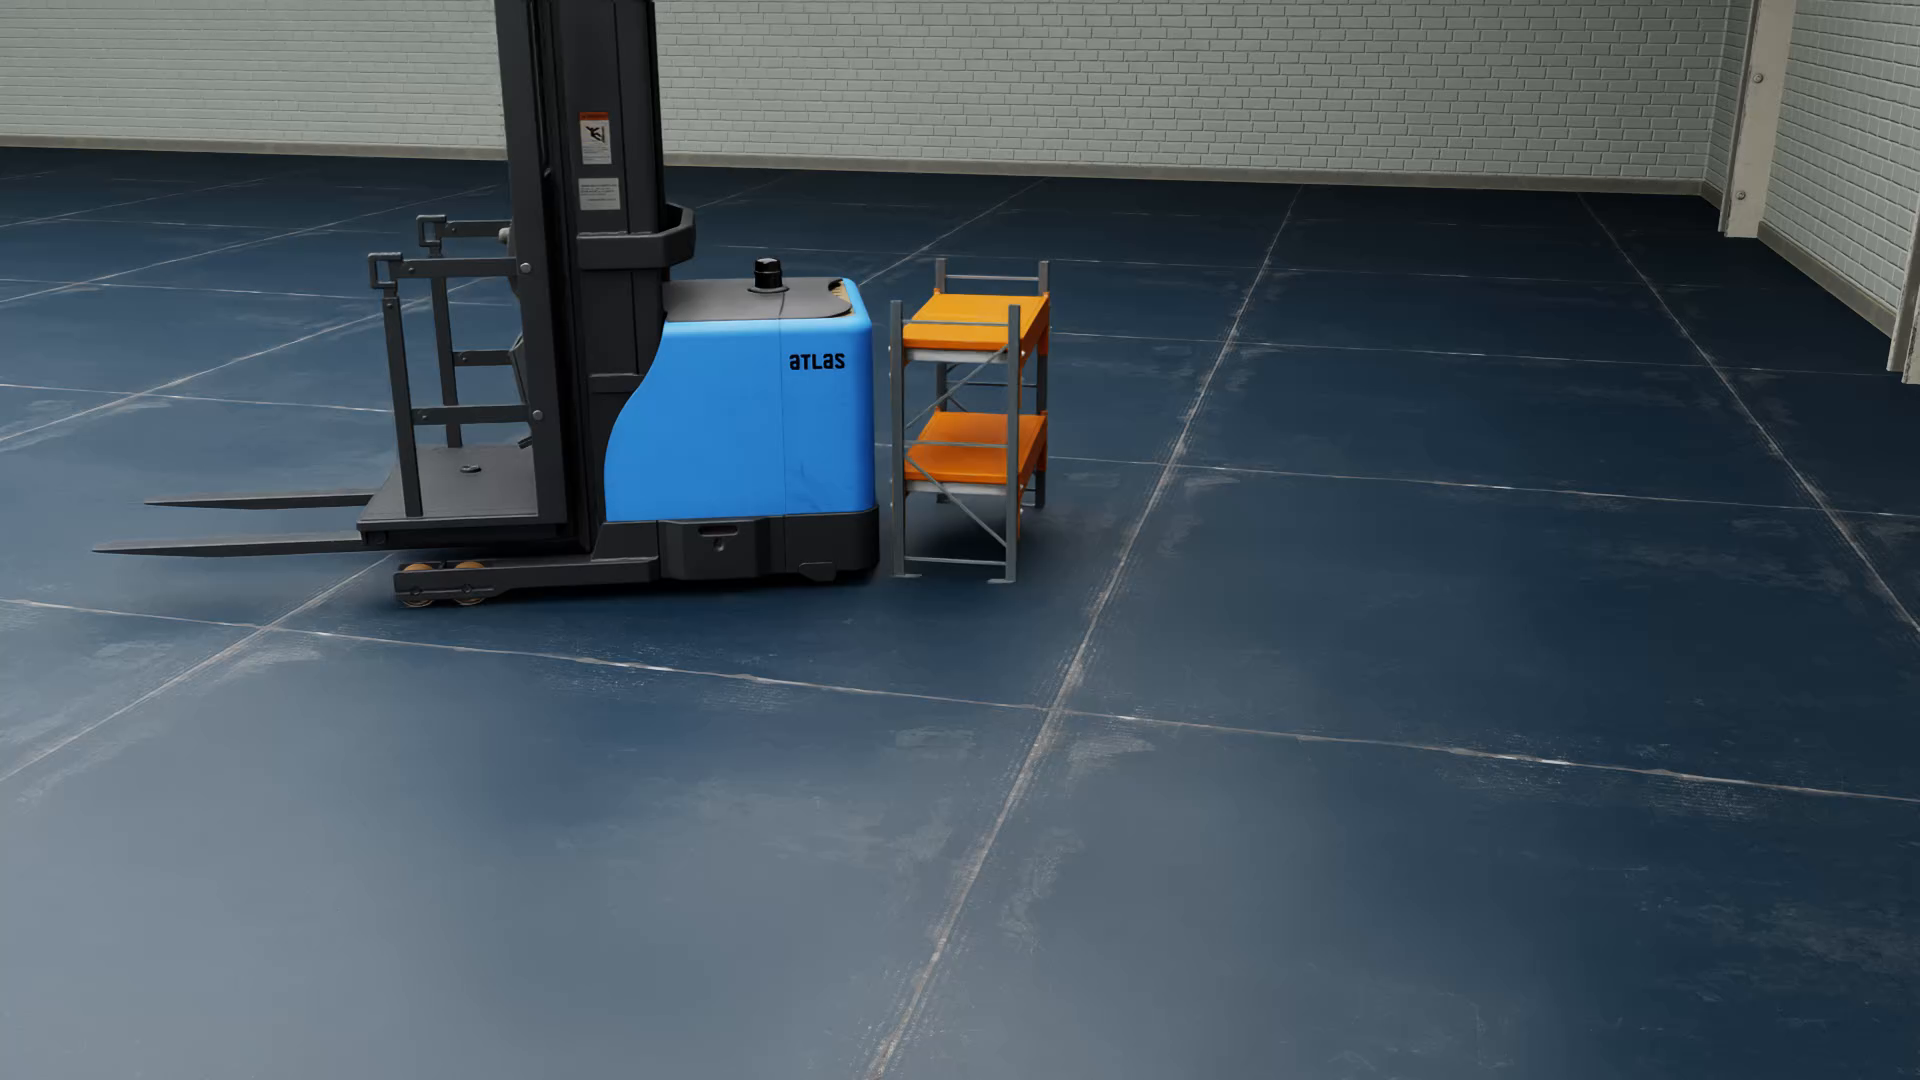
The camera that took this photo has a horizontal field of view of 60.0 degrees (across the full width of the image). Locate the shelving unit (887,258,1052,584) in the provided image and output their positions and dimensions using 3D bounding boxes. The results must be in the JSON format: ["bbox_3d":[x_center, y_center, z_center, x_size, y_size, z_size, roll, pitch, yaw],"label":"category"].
[{"bbox_3d":[0.061,-0.537,7.018,0.538,1.125,1.048,3,19,9],"label":"shelving unit"}]

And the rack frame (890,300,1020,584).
[{"bbox_3d":[-0.019,-0.374,6.543,0.500,1.125,0.032,3,19,9],"label":"rack frame"}]

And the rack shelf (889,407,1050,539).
[{"bbox_3d":[0.061,-0.305,7.097,0.538,0.278,1.000,3,19,9],"label":"rack shelf"}]

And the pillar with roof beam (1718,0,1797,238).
[{"bbox_3d":[3.123,-7.464,15.117,9.100,9.000,0.400,5,19,13],"label":"pillar with roof beam"}]

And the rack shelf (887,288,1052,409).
[{"bbox_3d":[0.061,-0.814,6.924,0.538,0.278,1.000,3,19,9],"label":"rack shelf"}]

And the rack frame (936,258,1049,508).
[{"bbox_3d":[0.142,-0.699,7.493,0.500,1.125,0.032,3,19,9],"label":"rack frame"}]

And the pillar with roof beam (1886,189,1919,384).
[{"bbox_3d":[1.657,-5.583,9.611,9.100,9.000,0.400,5,19,13],"label":"pillar with roof beam"}]

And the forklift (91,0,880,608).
[{"bbox_3d":[-1.881,-1.308,6.481,3.031,2.935,1.130,-2,19,-7],"label":"forklift"}]
